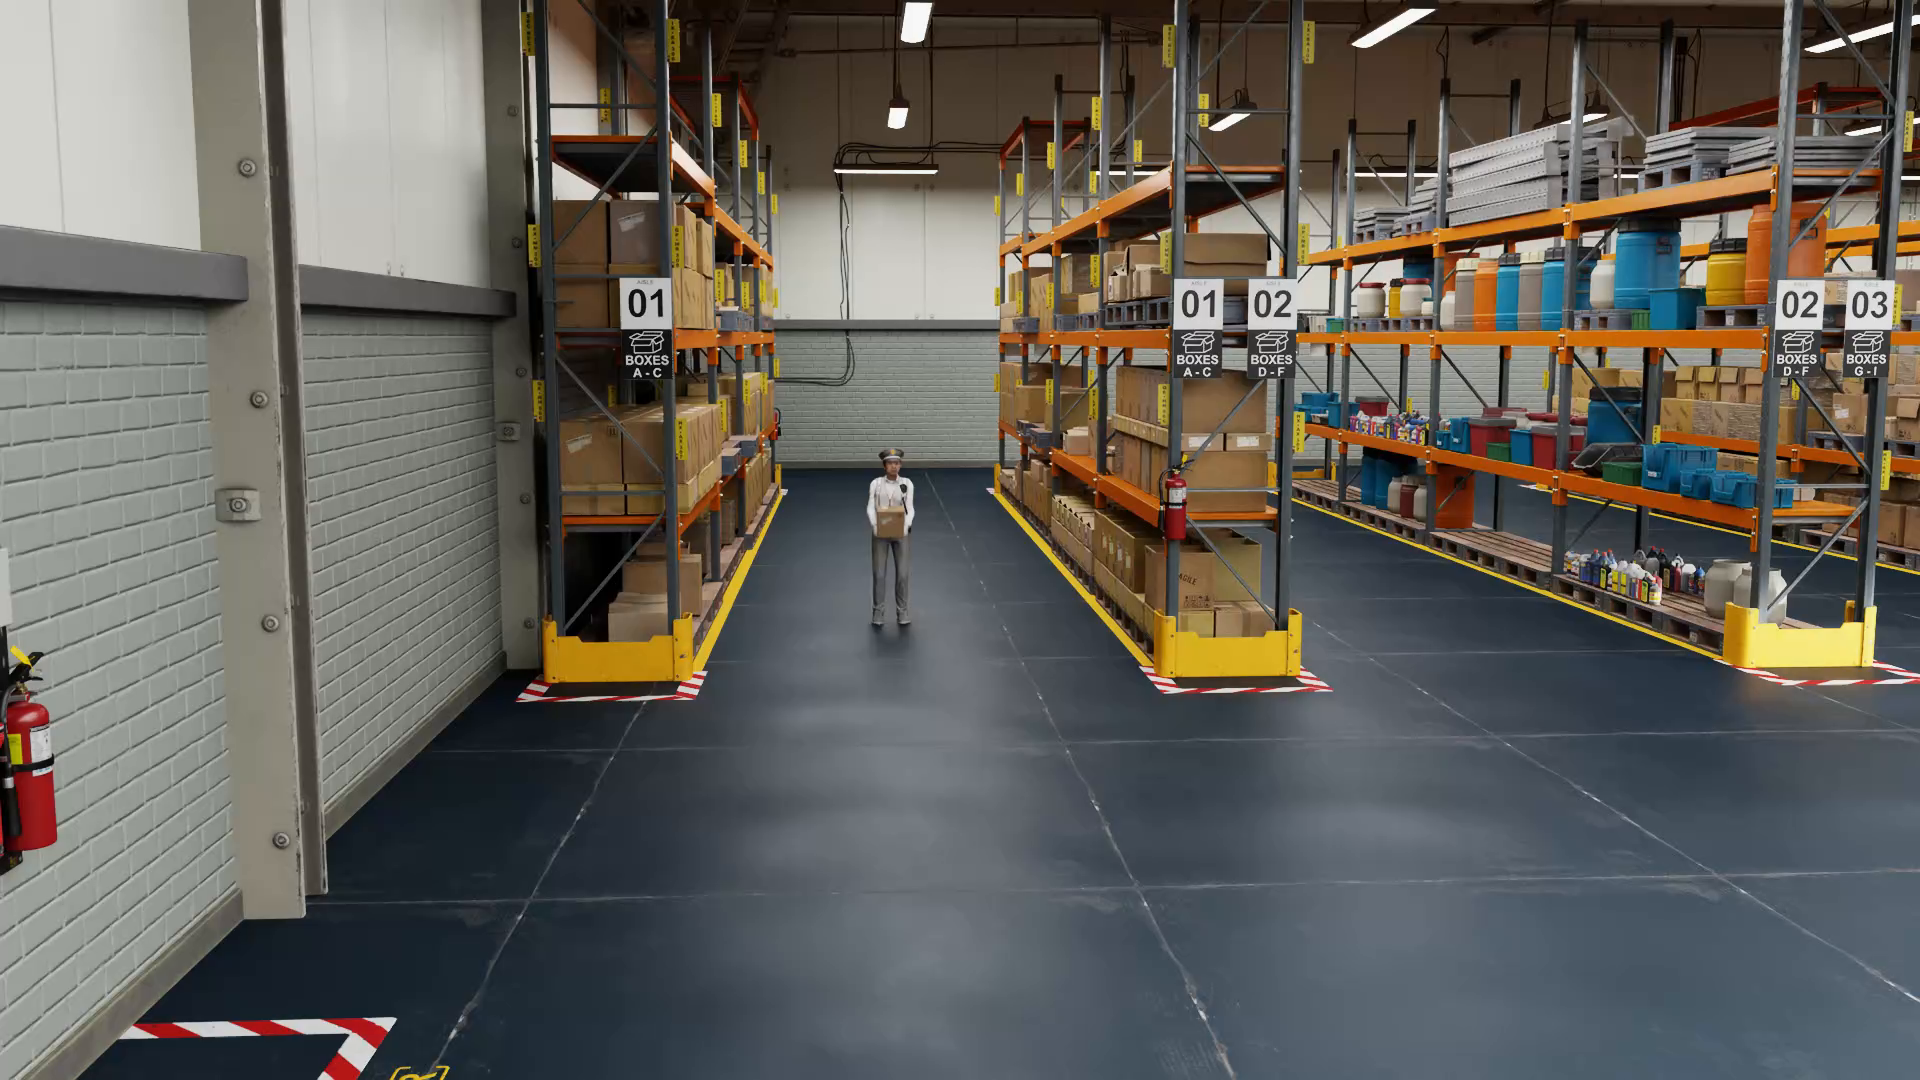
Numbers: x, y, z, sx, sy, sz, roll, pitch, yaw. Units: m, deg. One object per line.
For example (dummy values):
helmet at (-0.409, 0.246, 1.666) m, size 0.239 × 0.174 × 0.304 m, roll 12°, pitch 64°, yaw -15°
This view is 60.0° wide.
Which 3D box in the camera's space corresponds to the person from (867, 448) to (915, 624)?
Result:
person at (-0.664, -0.034, 15.933) m, size 0.459 × 1.686 × 0.556 m, roll 0°, pitch 7°, yaw -3°
